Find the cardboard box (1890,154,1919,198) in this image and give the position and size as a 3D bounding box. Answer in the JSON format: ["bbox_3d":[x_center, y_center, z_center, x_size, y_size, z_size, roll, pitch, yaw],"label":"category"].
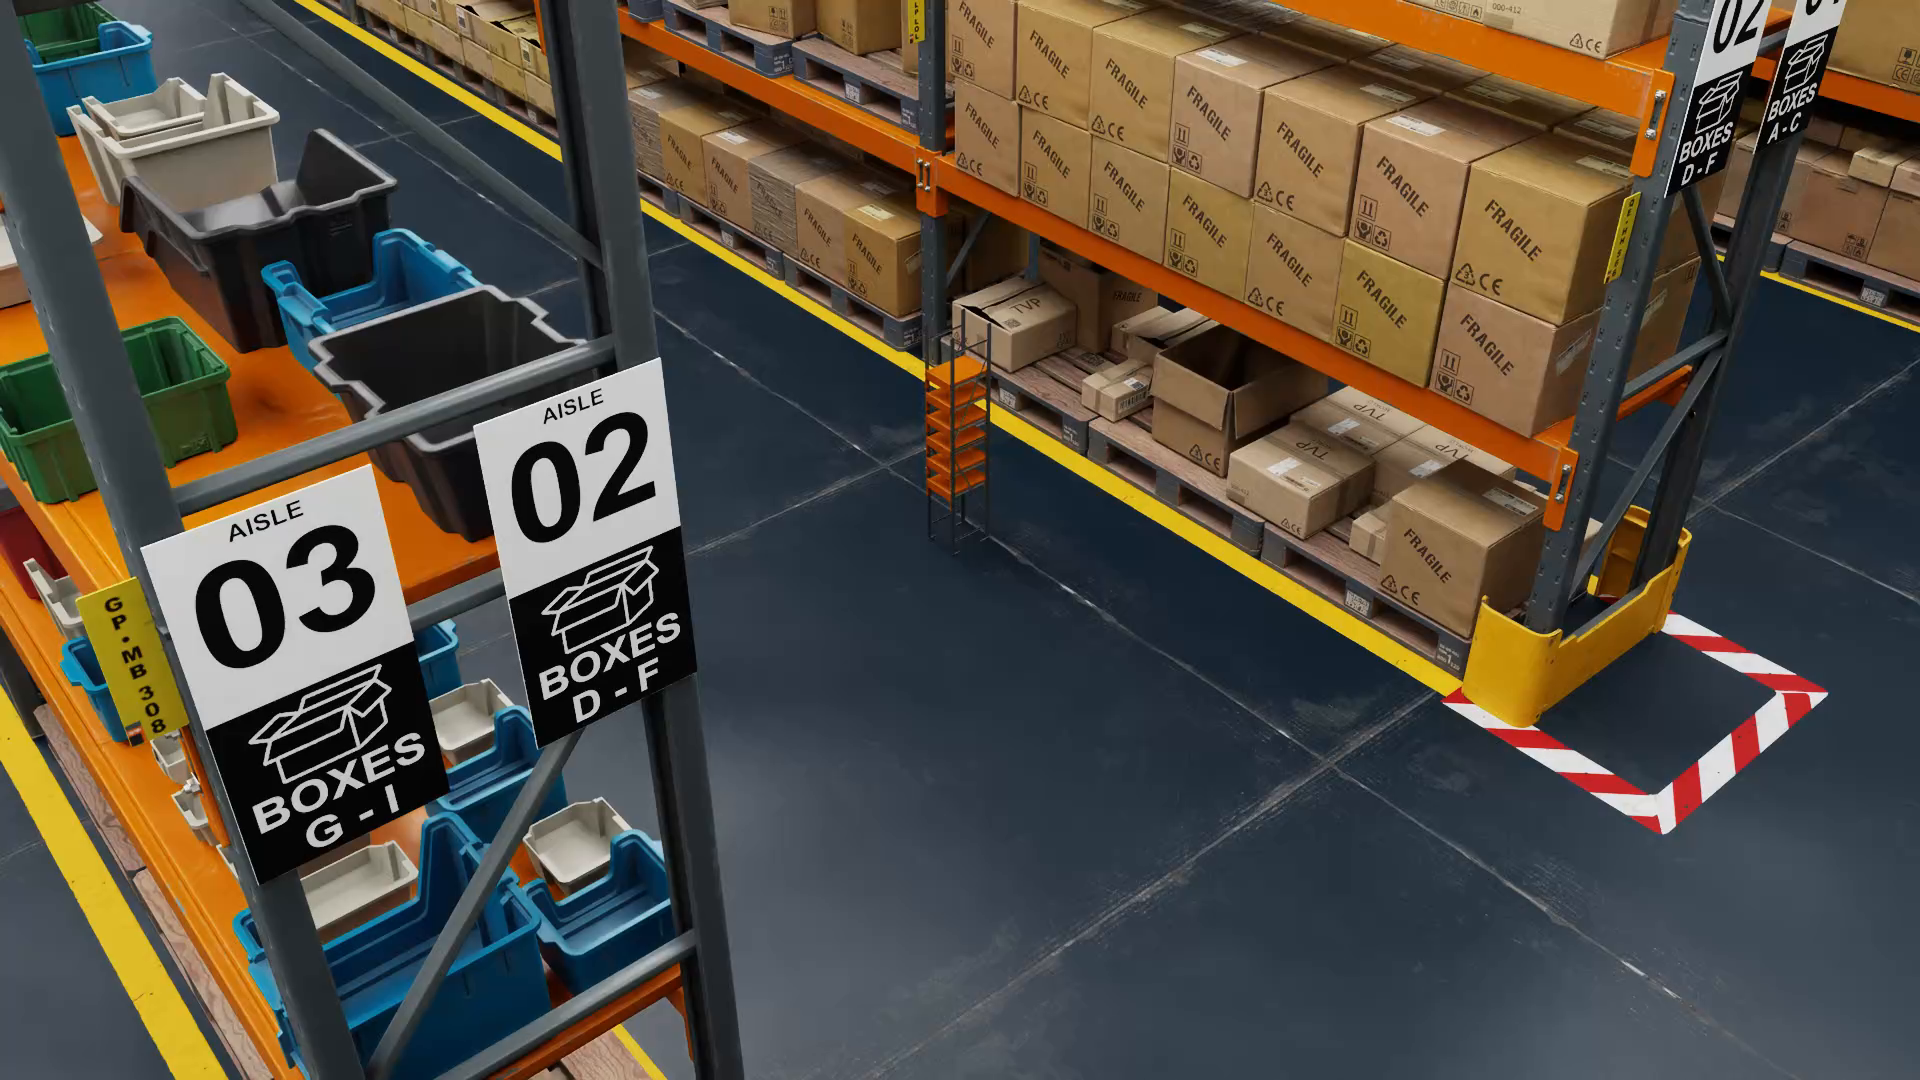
[{"bbox_3d":[5.813,-2.190,9.985,0.380,0.149,0.250,-27,43,-32],"label":"cardboard box"}]

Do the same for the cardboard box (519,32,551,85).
[{"bbox_3d":[-2.907,-3.614,12.288,0.500,0.311,0.500,-25,42,-31],"label":"cardboard box"}]

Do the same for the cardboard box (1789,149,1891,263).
[{"bbox_3d":[5.712,-2.157,10.500,0.700,0.500,0.500,-26,43,-32],"label":"cardboard box"}]

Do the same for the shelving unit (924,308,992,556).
[{"bbox_3d":[-0.009,-0.496,7.912,0.258,1.200,0.189,-26,43,-32],"label":"shelving unit"}]

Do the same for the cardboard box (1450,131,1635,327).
[{"bbox_3d":[2.284,-1.207,6.407,0.500,0.500,0.500,-26,43,-32],"label":"cardboard box"}]

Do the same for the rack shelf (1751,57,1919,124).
[{"bbox_3d":[5.273,-3.103,10.658,1.077,0.370,4.000,-26,43,-32],"label":"rack shelf"}]

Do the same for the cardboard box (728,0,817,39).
[{"bbox_3d":[-0.987,-3.399,10.004,0.500,0.500,0.700,22,41,28],"label":"cardboard box"}]

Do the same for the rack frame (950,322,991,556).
[{"bbox_3d":[0.050,-0.456,7.855,0.240,1.200,0.006,-26,43,-32],"label":"rack frame"}]

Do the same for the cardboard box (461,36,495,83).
[{"bbox_3d":[-3.564,-3.836,13.087,0.500,0.250,0.500,-25,42,-31],"label":"cardboard box"}]

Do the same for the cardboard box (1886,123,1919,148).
[{"bbox_3d":[5.941,-2.444,10.343,0.380,0.149,0.250,-26,43,-32],"label":"cardboard box"}]

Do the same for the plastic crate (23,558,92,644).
[{"bbox_3d":[-2.741,0.182,5.448,0.437,0.282,0.530,-26,43,-32],"label":"plastic crate"}]

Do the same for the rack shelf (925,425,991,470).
[{"bbox_3d":[-0.009,-0.460,7.938,0.258,0.103,0.180,-26,43,-32],"label":"rack shelf"}]

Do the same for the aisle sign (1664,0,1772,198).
[{"bbox_3d":[2.592,-1.581,5.637,0.394,0.787,0.004,-26,43,-32],"label":"aisle sign"}]

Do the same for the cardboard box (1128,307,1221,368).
[{"bbox_3d":[1.269,-1.035,9.062,0.500,0.311,0.500,-26,43,-32],"label":"cardboard box"}]

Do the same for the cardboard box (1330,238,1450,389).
[{"bbox_3d":[1.947,-1.029,7.021,0.500,0.500,0.500,-26,43,-31],"label":"cardboard box"}]

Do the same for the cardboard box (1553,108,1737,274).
[{"bbox_3d":[2.697,-1.407,6.690,0.500,0.500,0.500,-25,42,-30],"label":"cardboard box"}]

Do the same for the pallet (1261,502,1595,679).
[{"bbox_3d":[2.217,0.089,7.942,1.003,0.211,1.213,-26,43,-32],"label":"pallet"}]

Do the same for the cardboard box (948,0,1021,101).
[{"bbox_3d":[0.289,-2.566,8.326,0.500,0.500,0.500,-25,42,-31],"label":"cardboard box"}]

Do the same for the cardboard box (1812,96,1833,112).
[{"bbox_3d":[5.449,-2.780,10.817,0.380,0.149,0.250,-26,43,-31],"label":"cardboard box"}]

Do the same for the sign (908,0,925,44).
[{"bbox_3d":[-0.221,-2.694,8.457,0.100,0.325,0.005,-26,43,-32],"label":"sign"}]

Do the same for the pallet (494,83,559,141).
[{"bbox_3d":[-2.882,-3.436,12.919,1.003,0.211,1.213,-26,43,-32],"label":"pallet"}]

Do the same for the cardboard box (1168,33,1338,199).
[{"bbox_3d":[1.288,-1.883,7.362,0.500,0.500,0.500,-25,42,-30],"label":"cardboard box"}]

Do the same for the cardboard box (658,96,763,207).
[{"bbox_3d":[-1.644,-2.596,11.102,0.500,0.500,0.500,-27,43,-32],"label":"cardboard box"}]

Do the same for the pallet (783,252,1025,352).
[{"bbox_3d":[-0.354,-1.637,10.379,1.003,0.211,1.213,-26,43,-32],"label":"pallet"}]

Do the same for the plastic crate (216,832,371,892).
[{"bbox_3d":[-1.845,0.839,4.646,0.396,0.136,0.243,-26,43,-32],"label":"plastic crate"}]

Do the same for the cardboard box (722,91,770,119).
[{"bbox_3d":[-1.264,-2.802,11.393,0.500,0.500,0.500,-28,44,-33],"label":"cardboard box"}]

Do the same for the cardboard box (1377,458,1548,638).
[{"bbox_3d":[2.243,0.028,7.397,0.500,0.500,0.500,-26,43,-32],"label":"cardboard box"}]

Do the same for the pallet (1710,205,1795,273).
[{"bbox_3d":[5.204,-2.237,11.227,1.003,0.211,1.213,-26,43,-32],"label":"pallet"}]

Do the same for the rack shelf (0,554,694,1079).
[{"bbox_3d":[-2.295,0.592,5.441,1.077,0.370,4.000,-26,43,-32],"label":"rack shelf"}]

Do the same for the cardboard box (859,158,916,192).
[{"bbox_3d":[-0.278,-2.125,10.438,0.500,0.500,0.500,-25,42,-31],"label":"cardboard box"}]

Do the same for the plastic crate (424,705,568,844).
[{"bbox_3d":[-1.337,0.703,4.755,0.416,0.233,0.300,-26,43,-32],"label":"plastic crate"}]

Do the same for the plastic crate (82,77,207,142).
[{"bbox_3d":[-2.475,-1.281,5.096,0.293,0.136,0.466,-26,43,-32],"label":"plastic crate"}]

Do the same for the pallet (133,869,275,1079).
[{"bbox_3d":[-2.290,1.403,6.087,1.003,0.211,1.213,-26,43,-32],"label":"pallet"}]

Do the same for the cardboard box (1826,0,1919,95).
[{"bbox_3d":[5.749,-3.174,9.877,0.980,0.700,0.700,-26,43,-32],"label":"cardboard box"}]

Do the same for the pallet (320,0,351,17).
[{"bbox_3d":[-5.444,-5.191,15.397,1.003,0.211,1.213,-26,43,-32],"label":"pallet"}]

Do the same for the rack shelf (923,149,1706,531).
[{"bbox_3d":[1.491,-1.253,8.047,1.077,0.370,4.000,-26,43,-32],"label":"rack shelf"}]

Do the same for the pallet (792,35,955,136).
[{"bbox_3d":[-0.232,-2.745,9.697,1.003,0.211,1.213,-26,43,-32],"label":"pallet"}]

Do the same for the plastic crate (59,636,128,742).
[{"bbox_3d":[-2.526,0.415,5.162,0.416,0.233,0.300,-26,43,-32],"label":"plastic crate"}]

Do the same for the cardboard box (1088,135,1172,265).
[{"bbox_3d":[0.975,-1.698,7.965,0.500,0.500,0.500,-26,43,-32],"label":"cardboard box"}]

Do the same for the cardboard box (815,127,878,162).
[{"bbox_3d":[-0.571,-2.642,10.518,0.500,0.250,0.500,-26,43,-32],"label":"cardboard box"}]

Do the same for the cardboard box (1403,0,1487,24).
[{"bbox_3d":[1.934,-2.180,6.268,0.500,0.250,0.500,-26,43,-32],"label":"cardboard box"}]

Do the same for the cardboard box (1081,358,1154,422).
[{"bbox_3d":[0.872,-0.809,8.868,0.380,0.166,0.250,-26,43,-32],"label":"cardboard box"}]

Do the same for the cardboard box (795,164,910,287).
[{"bbox_3d":[-0.650,-1.922,10.150,0.500,0.500,0.500,-26,43,-32],"label":"cardboard box"}]

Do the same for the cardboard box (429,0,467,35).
[{"bbox_3d":[-3.893,-4.287,13.238,0.500,0.311,0.500,-25,42,-31],"label":"cardboard box"}]

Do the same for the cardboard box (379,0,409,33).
[{"bbox_3d":[-4.562,-4.515,14.045,0.500,0.250,0.500,-25,42,-31],"label":"cardboard box"}]

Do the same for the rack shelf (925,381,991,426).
[{"bbox_3d":[-0.009,-0.656,7.799,0.258,0.103,0.180,-26,43,-32],"label":"rack shelf"}]

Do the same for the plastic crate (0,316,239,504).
[{"bbox_3d":[-1.859,-0.285,3.645,0.450,0.188,0.336,-26,43,-32],"label":"plastic crate"}]

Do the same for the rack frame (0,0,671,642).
[{"bbox_3d":[-1.005,-1.266,2.252,1.000,3.000,0.127,-26,43,-32],"label":"rack frame"}]

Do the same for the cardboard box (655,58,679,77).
[{"bbox_3d":[-2.495,-3.586,12.734,0.500,0.250,0.500,-26,43,-32],"label":"cardboard box"}]

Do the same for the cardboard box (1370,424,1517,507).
[{"bbox_3d":[2.325,-0.288,8.060,0.500,0.250,0.500,-26,43,-32],"label":"cardboard box"}]

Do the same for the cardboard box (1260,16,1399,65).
[{"bbox_3d":[1.706,-2.082,7.642,0.500,0.500,0.500,-26,43,-32],"label":"cardboard box"}]

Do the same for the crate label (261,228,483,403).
[{"bbox_3d":[-1.353,-0.509,3.907,0.408,0.251,0.502,-26,43,-32],"label":"crate label"}]

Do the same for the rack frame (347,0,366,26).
[{"bbox_3d":[-4.962,-5.962,14.073,1.000,3.000,0.127,-26,43,-32],"label":"rack frame"}]
